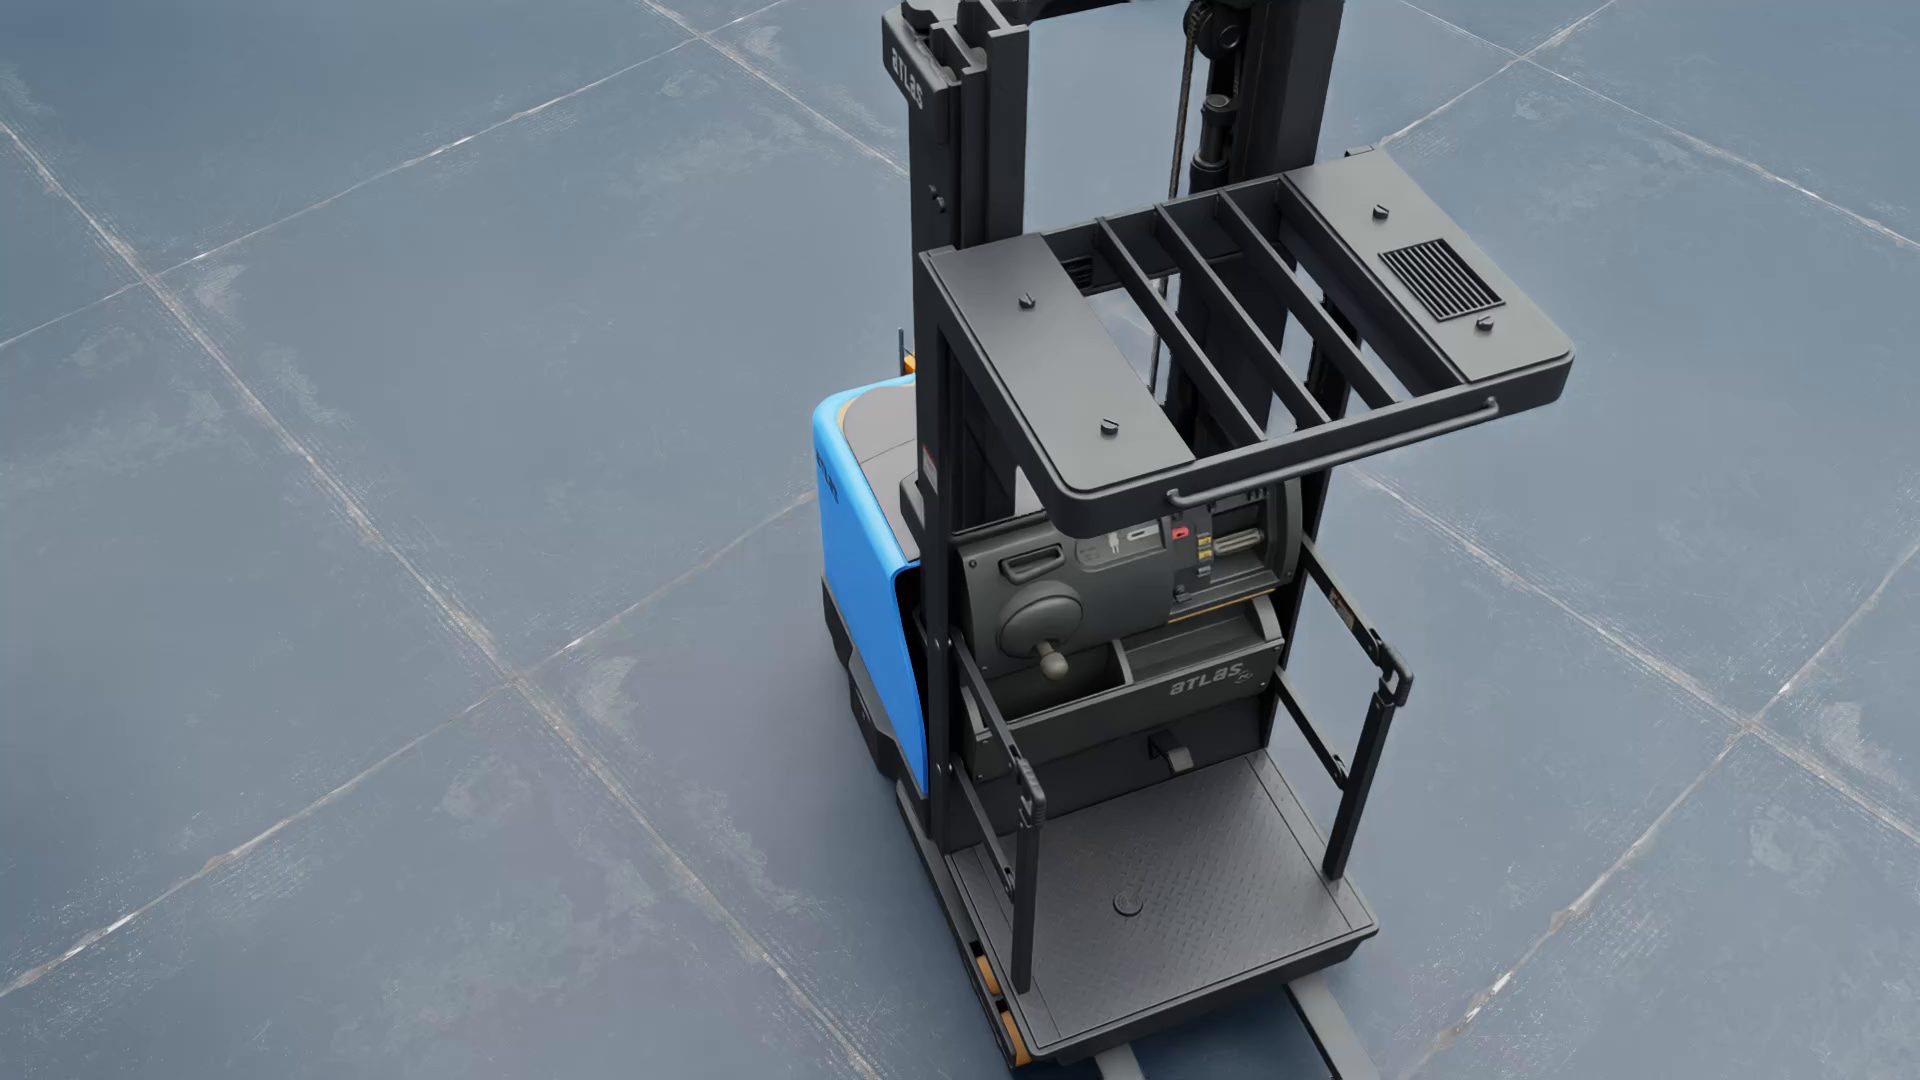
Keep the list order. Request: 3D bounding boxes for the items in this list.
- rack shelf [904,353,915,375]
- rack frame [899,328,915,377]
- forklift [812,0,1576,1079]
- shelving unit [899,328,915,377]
[{"bbox_3d":[-0.041,-0.527,5.650,0.240,0.259,0.215,-31,55,-26],"label":"rack shelf"},{"bbox_3d":[-0.135,-0.285,5.798,0.008,1.050,0.200,-31,55,-26],"label":"rack frame"},{"bbox_3d":[0.530,0.173,4.097,1.130,2.935,3.031,-16,49,-14],"label":"forklift"},{"bbox_3d":[-0.041,-0.342,5.851,0.252,1.050,0.215,-31,55,-26],"label":"shelving unit"}]
